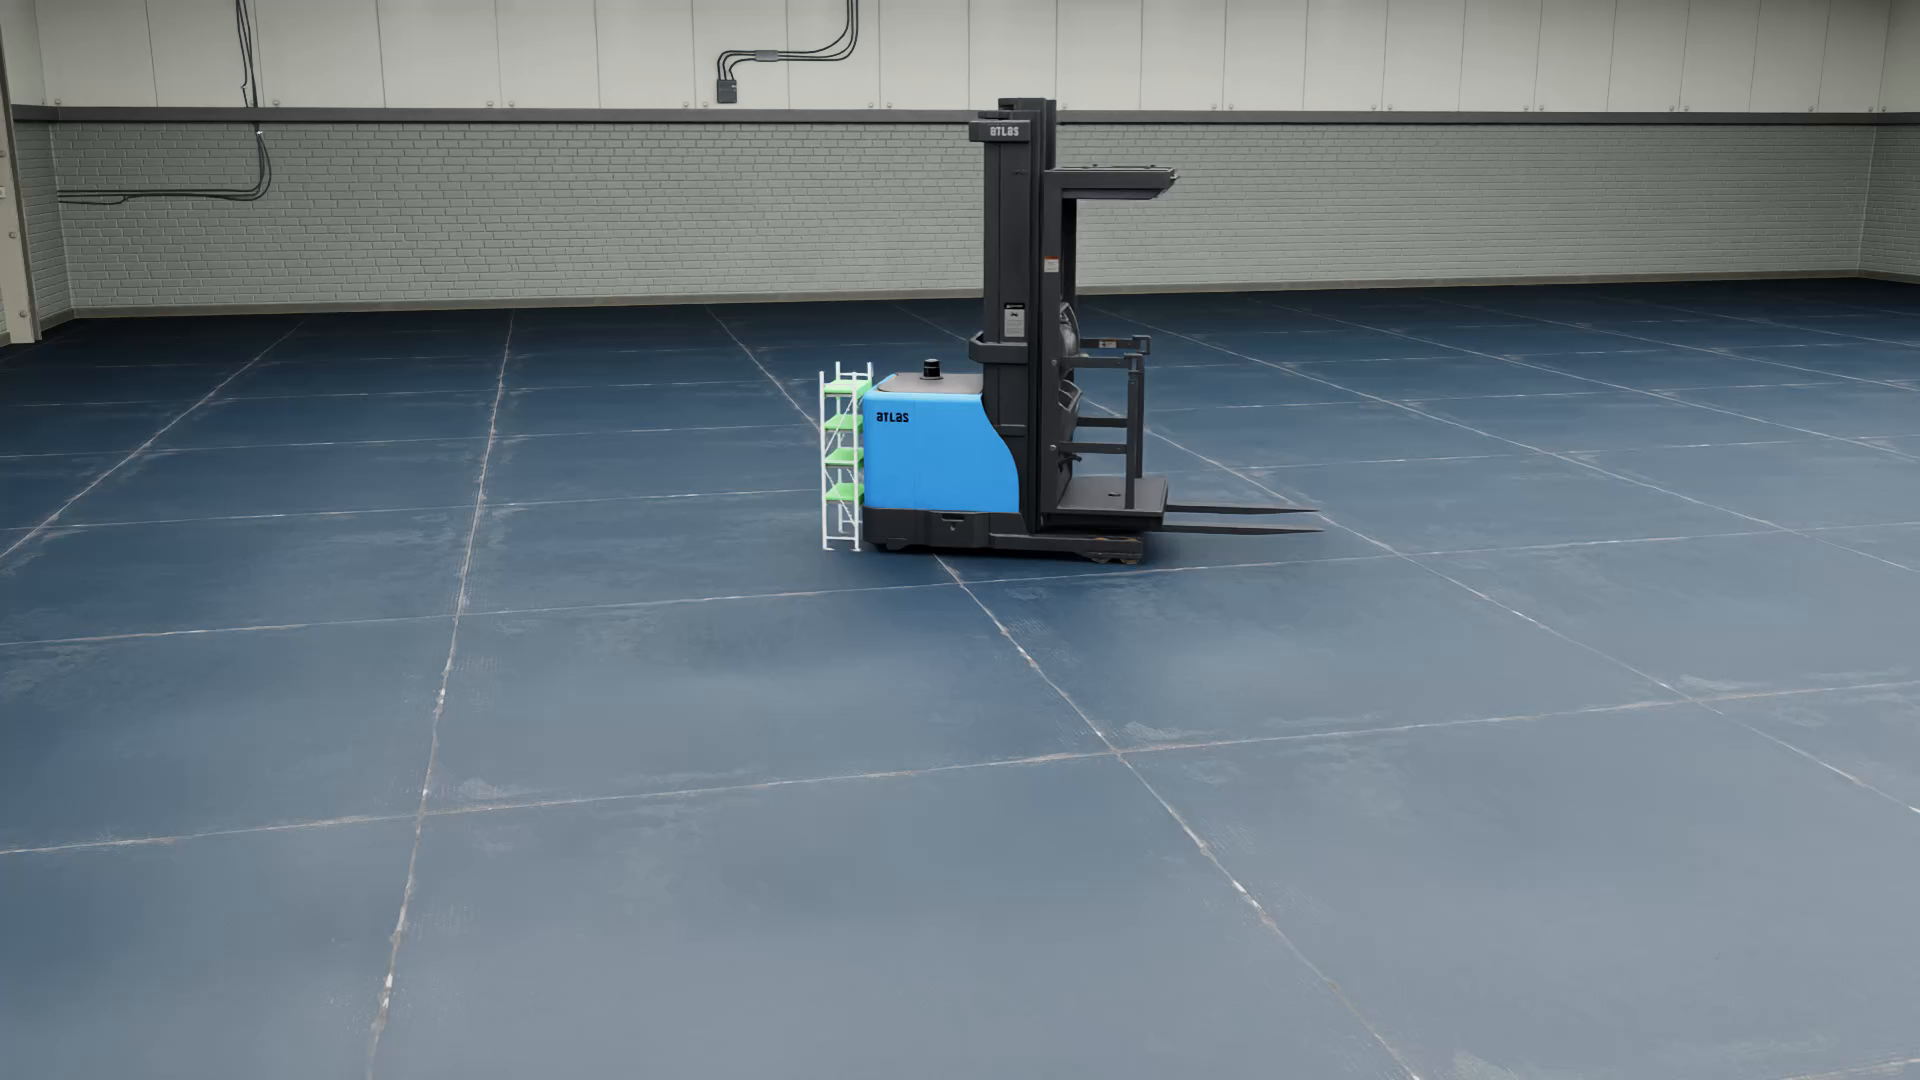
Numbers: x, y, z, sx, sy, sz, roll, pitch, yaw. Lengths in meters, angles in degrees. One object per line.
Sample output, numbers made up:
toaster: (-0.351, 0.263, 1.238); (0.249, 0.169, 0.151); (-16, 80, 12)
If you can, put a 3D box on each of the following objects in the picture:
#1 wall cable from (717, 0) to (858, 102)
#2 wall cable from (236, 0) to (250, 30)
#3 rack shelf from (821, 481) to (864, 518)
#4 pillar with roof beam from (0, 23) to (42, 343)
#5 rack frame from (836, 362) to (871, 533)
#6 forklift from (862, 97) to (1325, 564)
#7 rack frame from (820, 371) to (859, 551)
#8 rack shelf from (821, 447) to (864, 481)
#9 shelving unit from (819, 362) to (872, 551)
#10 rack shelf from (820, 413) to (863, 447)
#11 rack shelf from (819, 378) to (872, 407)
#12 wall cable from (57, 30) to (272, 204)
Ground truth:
wall cable: (-2.750, -9.976, 26.132); (2.305, 6.003, 0.169); (-3, 14, -13)
wall cable: (-9.352, -8.894, 24.771); (3.097, 2.526, 0.112); (-3, 14, -13)
rack shelf: (-0.762, -0.277, 11.313); (0.258, 0.148, 0.480); (2, 14, 8)
pillar with roof beam: (-8.391, -7.285, 22.283); (9.100, 9.000, 0.400); (-3, 14, -13)
rack frame: (-0.726, -0.629, 11.475); (0.240, 1.200, 0.015); (2, 14, 8)
forklift: (0.911, -1.403, 10.993); (3.031, 2.935, 1.130); (2, 14, 9)
rack frame: (-0.798, -0.515, 11.006); (0.240, 1.200, 0.015); (2, 14, 8)
rack shelf: (-0.762, -0.510, 11.256); (0.258, 0.148, 0.480); (2, 14, 8)
shelving unit: (-0.762, -0.572, 11.241); (0.258, 1.200, 0.503); (2, 14, 8)
rack shelf: (-0.762, -0.743, 11.199); (0.258, 0.148, 0.480); (2, 14, 8)
rack shelf: (-0.762, -0.976, 11.142); (0.258, 0.148, 0.480); (2, 14, 8)
wall cable: (-11.982, -6.290, 24.753); (3.097, 2.526, 0.112); (-3, 14, -13)
